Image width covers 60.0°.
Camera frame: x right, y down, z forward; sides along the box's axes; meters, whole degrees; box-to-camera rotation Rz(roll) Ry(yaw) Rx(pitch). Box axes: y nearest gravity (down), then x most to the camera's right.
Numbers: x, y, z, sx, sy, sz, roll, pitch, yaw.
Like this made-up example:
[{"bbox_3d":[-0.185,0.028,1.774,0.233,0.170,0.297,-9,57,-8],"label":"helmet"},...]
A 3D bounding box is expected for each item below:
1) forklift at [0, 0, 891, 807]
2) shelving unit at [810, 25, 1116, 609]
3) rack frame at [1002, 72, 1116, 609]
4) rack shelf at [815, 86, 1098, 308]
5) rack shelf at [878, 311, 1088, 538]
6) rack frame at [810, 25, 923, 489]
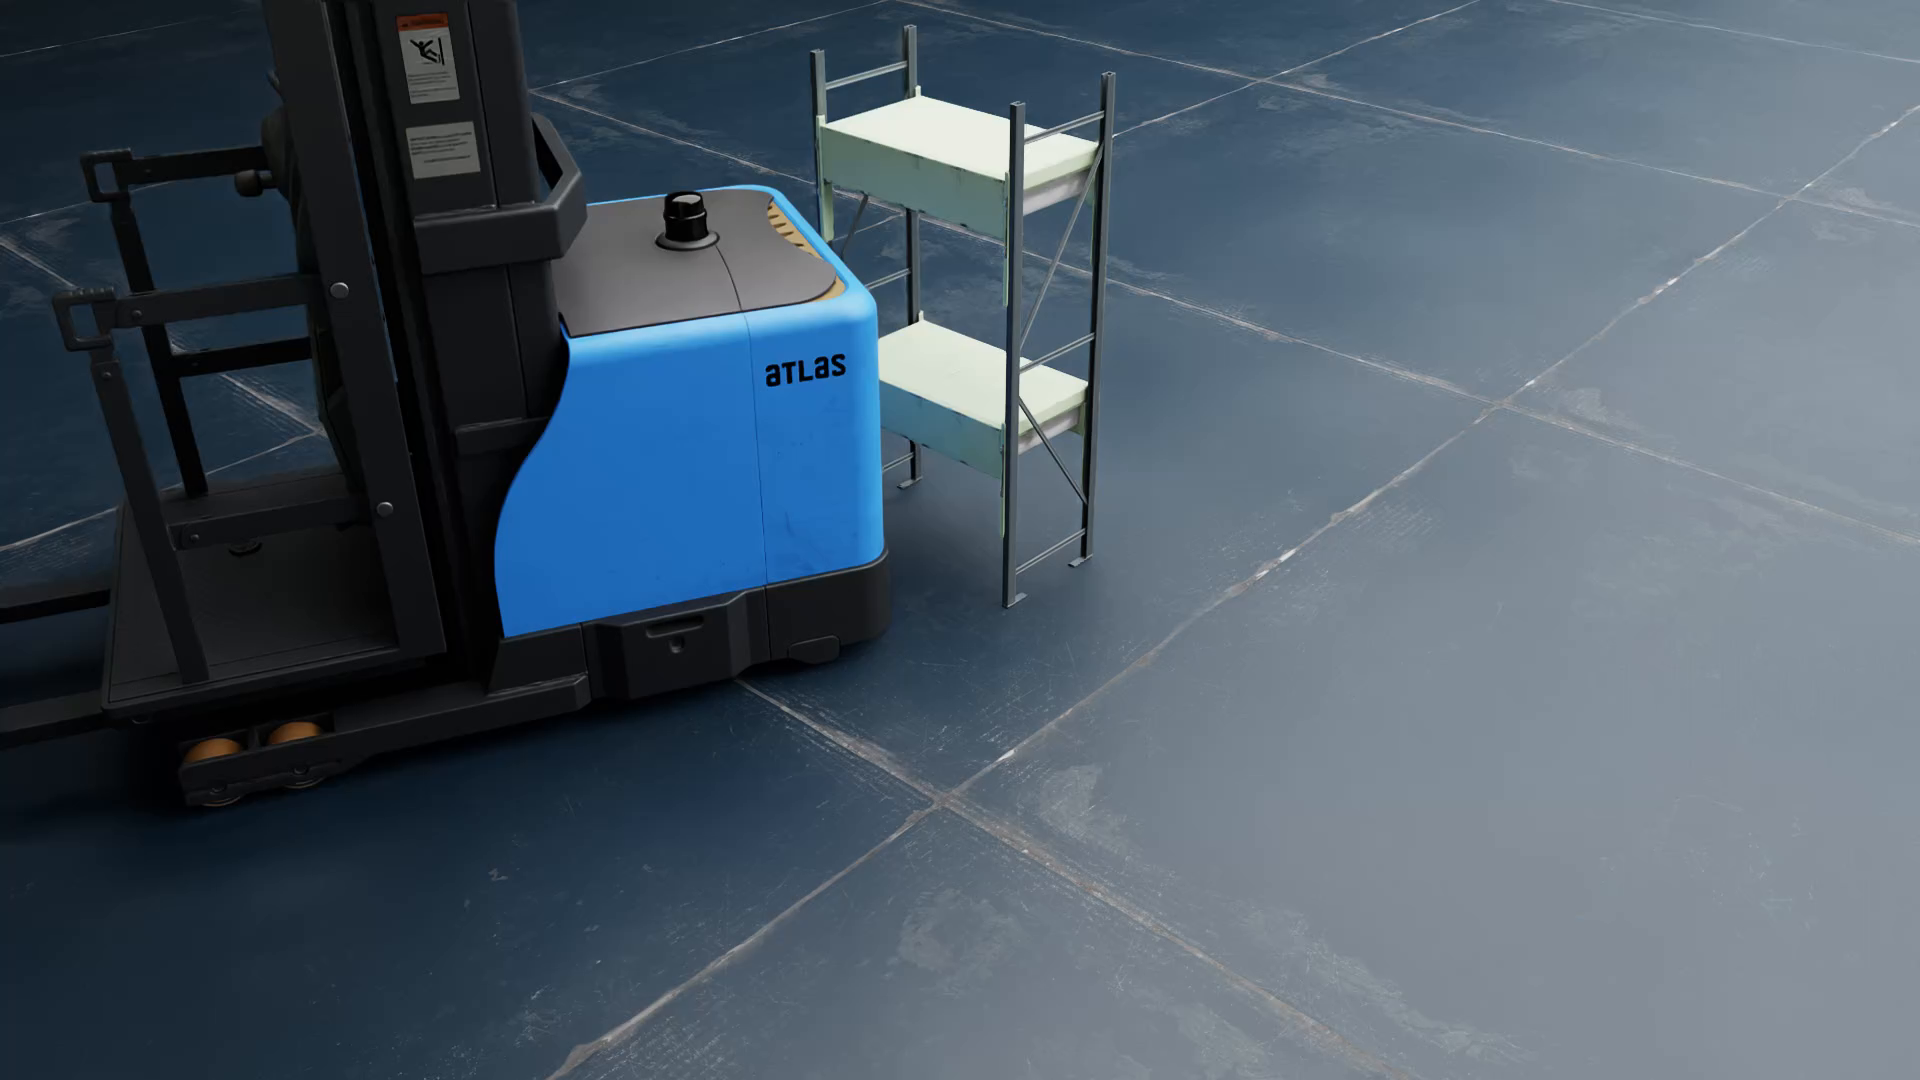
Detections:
[{"bbox_3d":[-1.768,-0.900,3.904,3.031,2.935,1.130,-11,33,-18],"label":"forklift"},{"bbox_3d":[-0.001,-0.646,4.868,0.755,1.500,0.431,25,39,36],"label":"shelving unit"},{"bbox_3d":[0.268,-0.517,4.655,0.023,1.500,0.400,25,39,36],"label":"rack frame"},{"bbox_3d":[-0.001,-0.980,4.666,0.720,0.370,0.431,25,39,36],"label":"rack shelf"},{"bbox_3d":[-0.001,-0.366,5.036,0.720,0.370,0.431,25,39,36],"label":"rack shelf"},{"bbox_3d":[-0.270,-0.774,5.081,0.023,1.500,0.400,25,39,36],"label":"rack frame"}]
